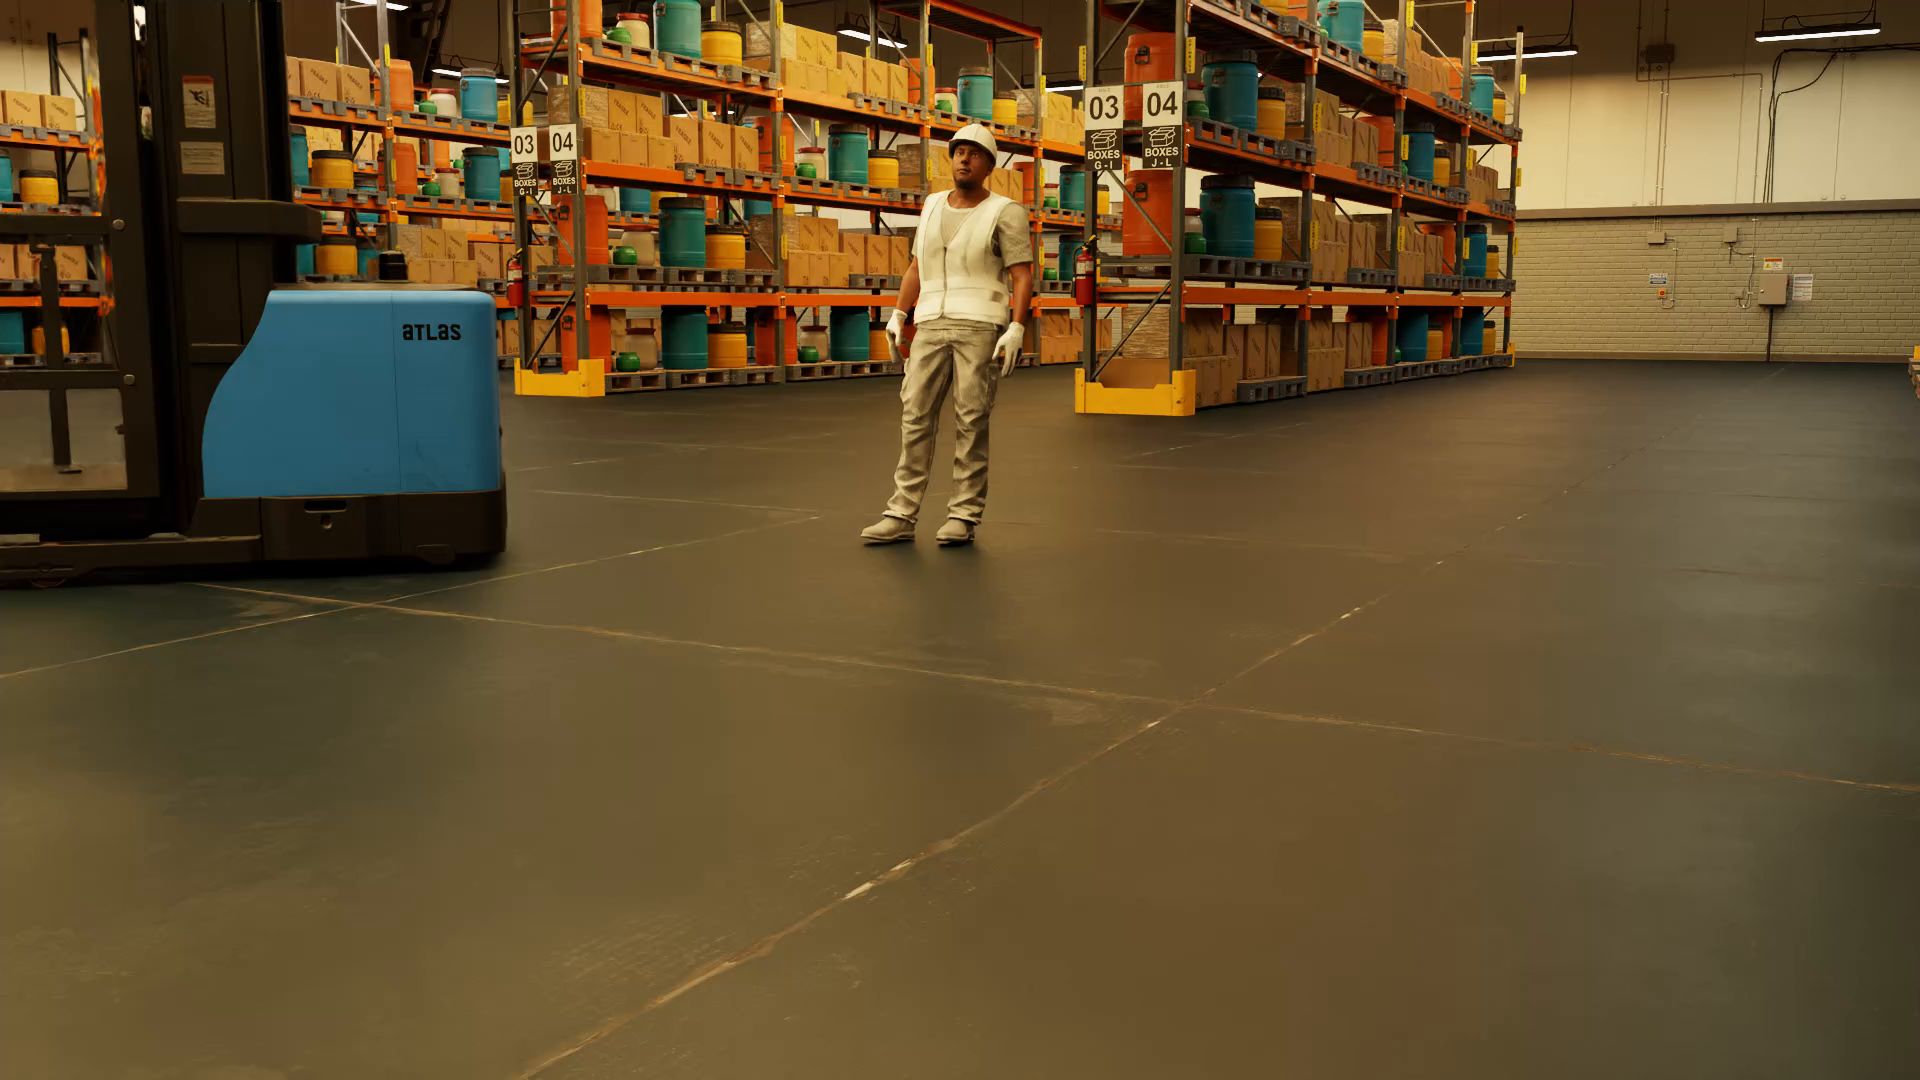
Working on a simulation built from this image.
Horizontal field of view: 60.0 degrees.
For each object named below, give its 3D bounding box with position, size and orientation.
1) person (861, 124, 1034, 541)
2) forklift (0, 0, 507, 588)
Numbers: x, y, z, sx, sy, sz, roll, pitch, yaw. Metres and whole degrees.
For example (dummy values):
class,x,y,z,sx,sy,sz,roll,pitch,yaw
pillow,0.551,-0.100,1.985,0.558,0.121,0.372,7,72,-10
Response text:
class,x,y,z,sx,sy,sz,roll,pitch,yaw
person,-0.042,-0.882,7.133,0.656,1.781,0.577,4,9,29
forklift,-3.364,-1.350,6.377,3.031,2.935,1.130,-2,8,-14
